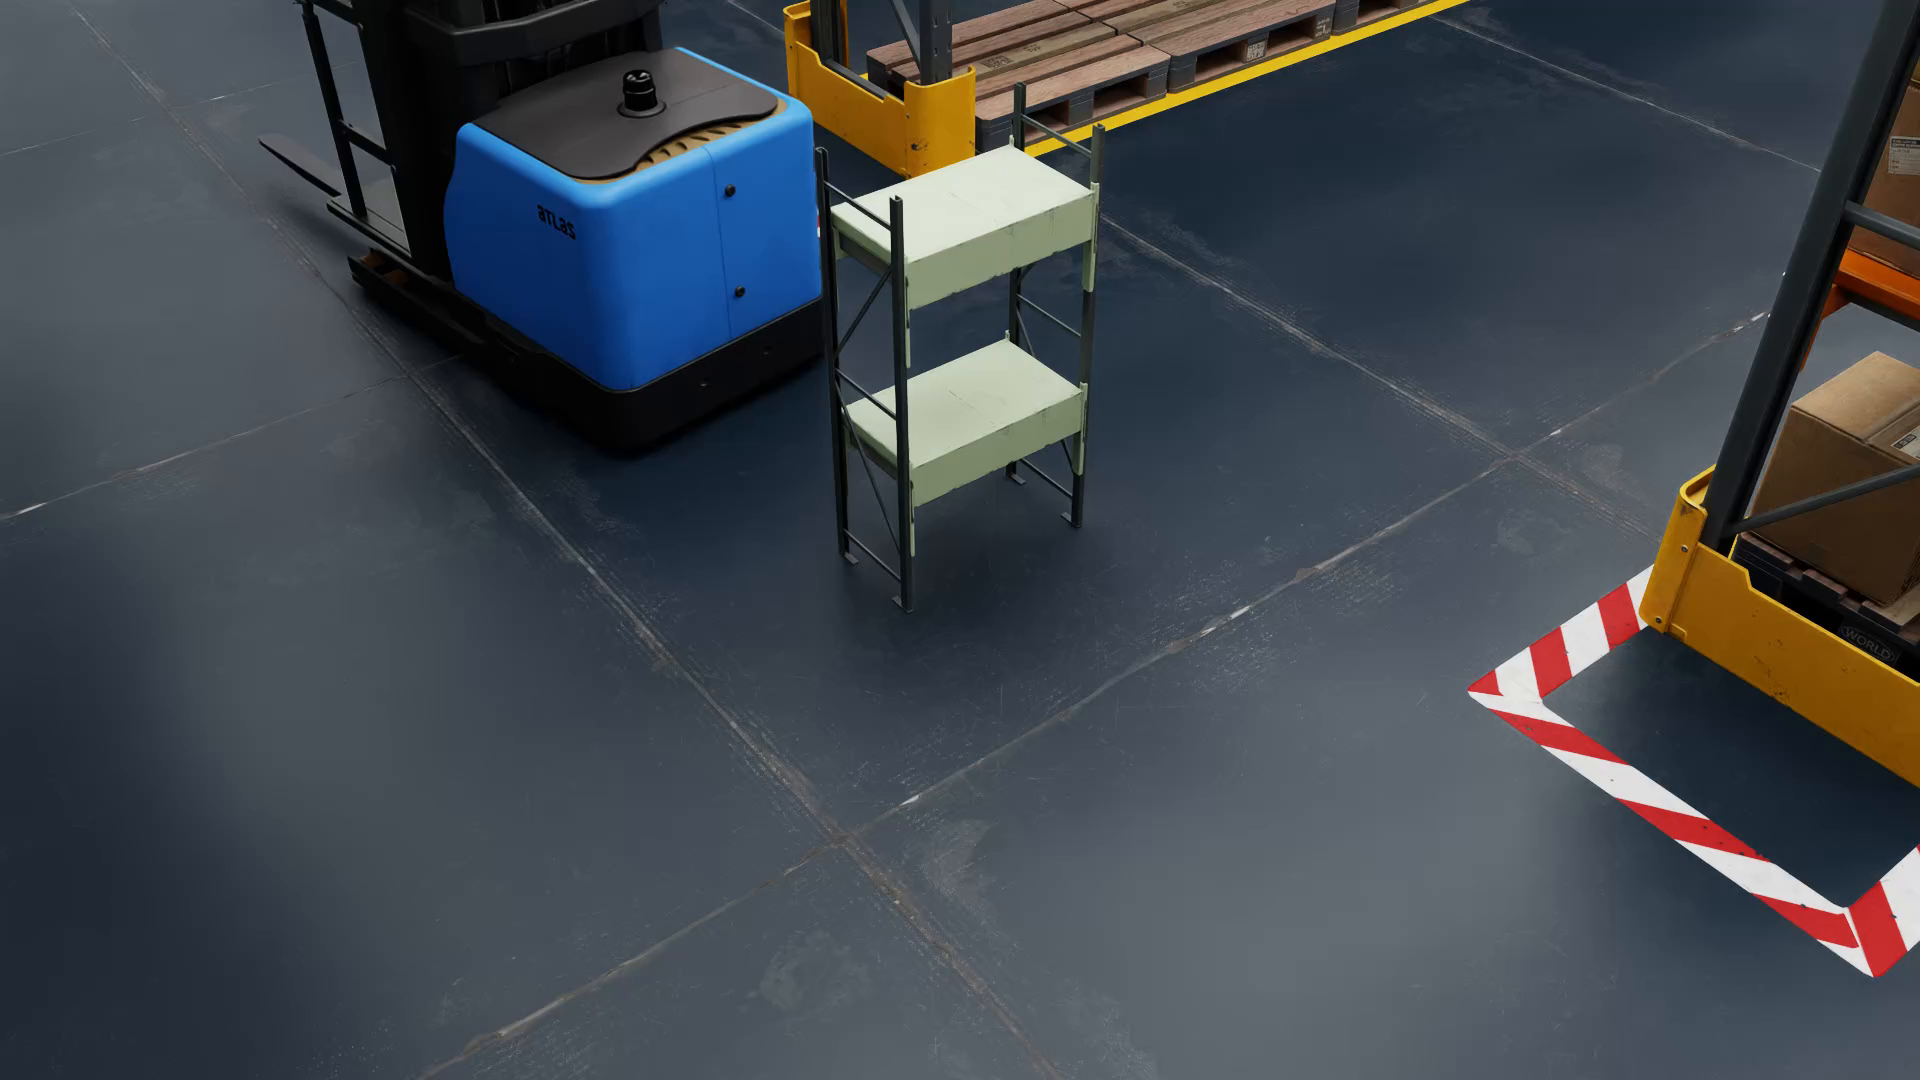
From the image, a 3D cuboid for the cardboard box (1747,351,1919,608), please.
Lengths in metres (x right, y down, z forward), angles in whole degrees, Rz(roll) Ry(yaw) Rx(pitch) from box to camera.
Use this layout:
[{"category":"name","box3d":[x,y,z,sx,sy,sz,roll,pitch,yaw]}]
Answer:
[{"category":"cardboard box","box3d":[2.912,-0.200,5.253,0.500,0.500,0.500,-26,46,-28]}]

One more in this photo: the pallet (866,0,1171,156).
[{"category":"pallet","box3d":[0.293,-2.376,8.480,1.213,0.211,1.003,-26,46,-28]}]

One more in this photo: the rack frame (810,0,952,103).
[{"category":"rack frame","box3d":[-0.385,-3.155,7.231,0.127,3.000,1.000,-26,46,-28]}]

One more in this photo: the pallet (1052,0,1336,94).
[{"category":"pallet","box3d":[1.260,-2.845,9.051,1.213,0.211,1.003,-26,46,-28]}]

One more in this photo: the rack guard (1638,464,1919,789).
[{"category":"rack guard","box3d":[2.691,0.275,5.021,0.348,0.500,1.175,-26,46,-28]}]

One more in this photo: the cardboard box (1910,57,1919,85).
[{"category":"cardboard box","box3d":[2.816,-1.398,4.222,0.500,0.500,0.500,-26,46,-28]}]

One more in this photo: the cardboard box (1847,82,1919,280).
[{"category":"cardboard box","box3d":[2.820,-1.011,4.538,0.500,0.500,0.500,-25,45,-27]}]

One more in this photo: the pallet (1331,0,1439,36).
[{"category":"pallet","box3d":[2.228,-3.319,9.629,1.213,0.211,1.003,-26,46,-28]}]

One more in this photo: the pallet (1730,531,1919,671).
[{"category":"pallet","box3d":[3.323,0.078,5.489,1.213,0.211,1.003,-26,46,-28]}]

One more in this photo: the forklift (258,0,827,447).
[{"category":"forklift","box3d":[-1.920,-2.297,6.239,3.031,2.935,1.130,32,49,33]}]

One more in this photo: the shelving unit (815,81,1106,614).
[{"category":"shelving unit","box3d":[0.005,-0.582,5.277,0.755,1.500,0.431,-26,46,-28]}]

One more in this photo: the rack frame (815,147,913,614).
[{"category":"rack frame","box3d":[-0.285,-0.441,5.105,0.023,1.500,0.400,-26,46,-28]}]

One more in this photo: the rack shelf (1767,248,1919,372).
[{"category":"rack shelf","box3d":[4.217,-1.157,5.363,4.000,0.370,1.077,-26,46,-28]}]

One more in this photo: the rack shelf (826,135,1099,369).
[{"category":"rack shelf","box3d":[0.005,-0.884,5.030,0.720,0.370,0.431,-26,46,-28]}]

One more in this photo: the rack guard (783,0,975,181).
[{"category":"rack guard","box3d":[-0.396,-2.172,8.004,0.348,0.500,1.175,-26,46,-28]}]

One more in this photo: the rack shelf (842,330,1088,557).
[{"category":"rack shelf","box3d":[0.005,-0.330,5.484,0.720,0.370,0.431,-26,46,-28]}]

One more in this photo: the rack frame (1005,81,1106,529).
[{"category":"rack frame","box3d":[0.296,-0.724,5.450,0.023,1.500,0.400,-26,46,-28]}]

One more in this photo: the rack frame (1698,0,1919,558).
[{"category":"rack frame","box3d":[2.631,-0.662,4.192,0.127,3.000,1.000,-26,46,-28]}]
